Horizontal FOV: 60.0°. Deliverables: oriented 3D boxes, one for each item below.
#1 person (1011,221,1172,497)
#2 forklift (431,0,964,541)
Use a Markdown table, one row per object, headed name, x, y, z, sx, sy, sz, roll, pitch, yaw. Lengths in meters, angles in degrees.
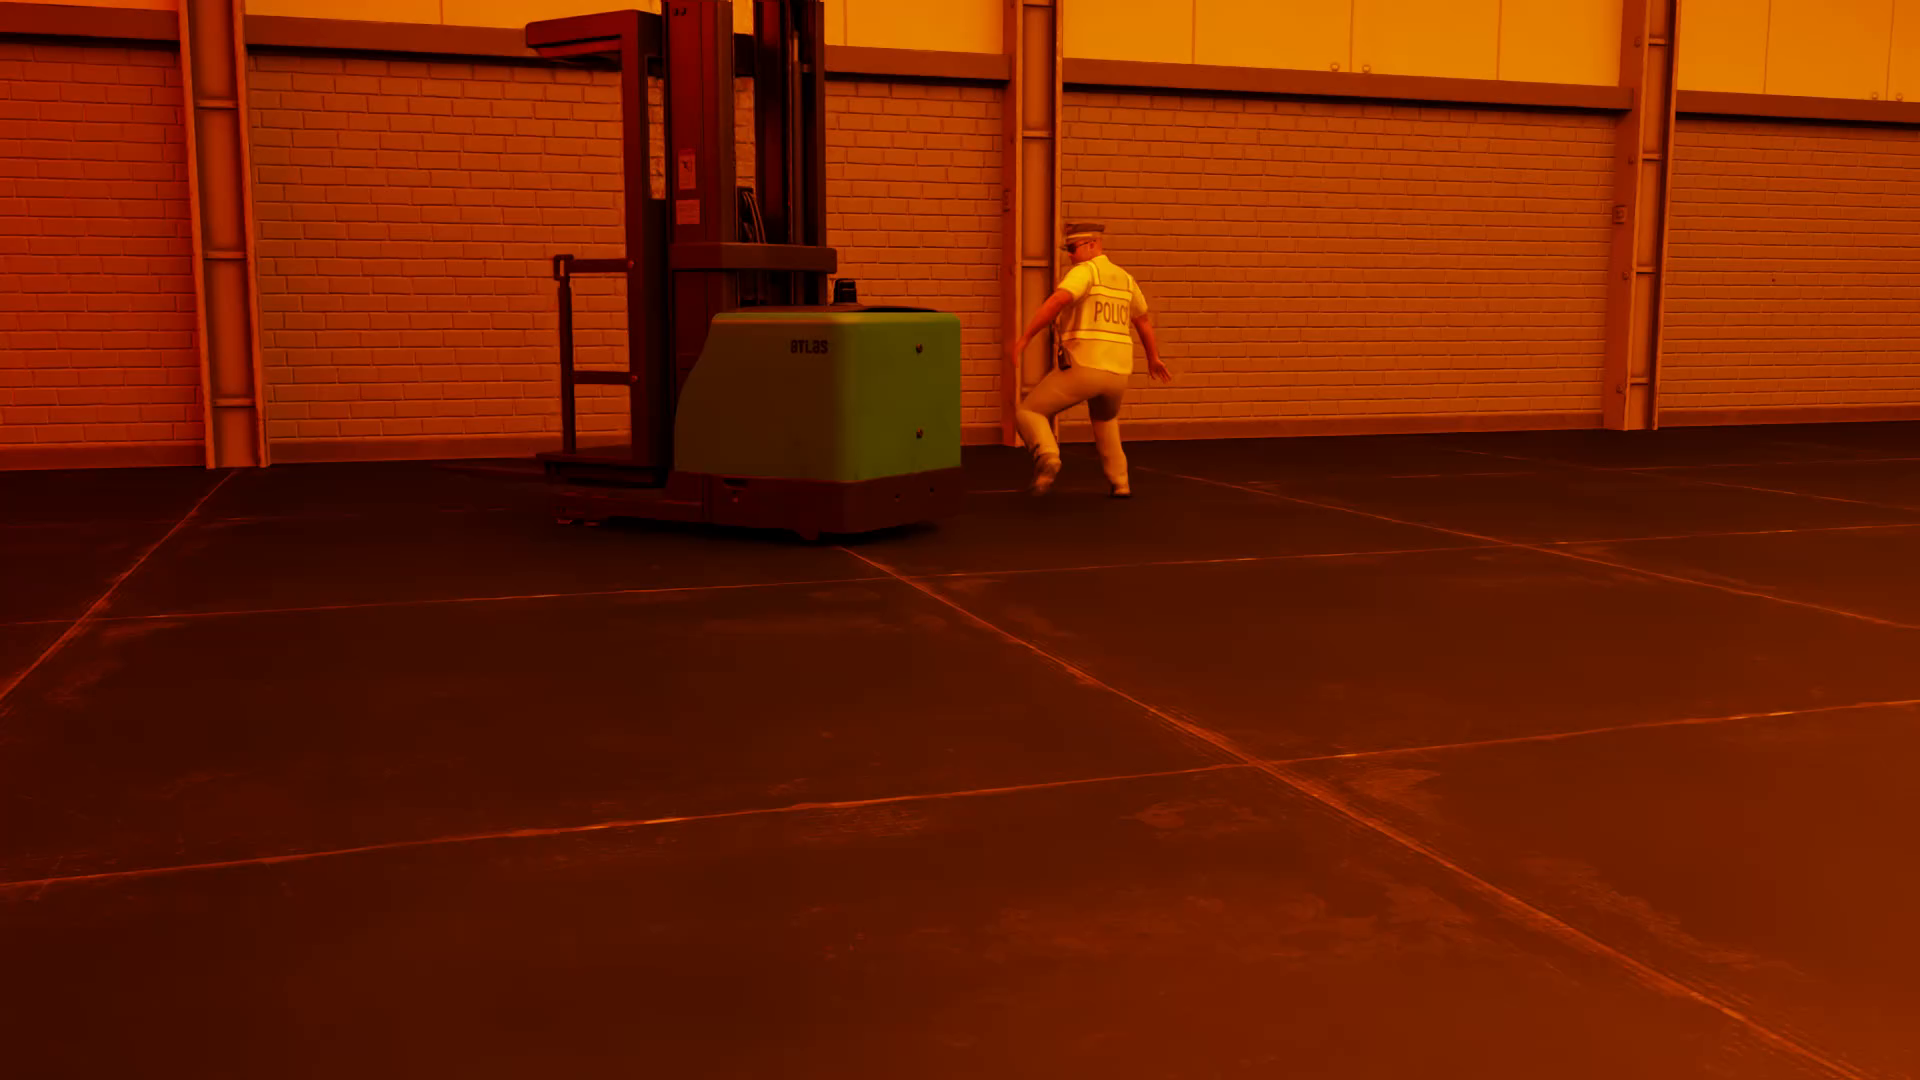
| name | x | y | z | sx | sy | sz | roll | pitch | yaw |
| --- | --- | --- | --- | --- | --- | --- | --- | --- | --- |
| person | 0.773 | -0.998 | 9.557 | 1.141 | 1.641 | 0.510 | -6 | 10 | -36 |
| forklift | -1.501 | -1.571 | 8.602 | 3.031 | 2.935 | 1.130 | 5 | 9 | 32 |
